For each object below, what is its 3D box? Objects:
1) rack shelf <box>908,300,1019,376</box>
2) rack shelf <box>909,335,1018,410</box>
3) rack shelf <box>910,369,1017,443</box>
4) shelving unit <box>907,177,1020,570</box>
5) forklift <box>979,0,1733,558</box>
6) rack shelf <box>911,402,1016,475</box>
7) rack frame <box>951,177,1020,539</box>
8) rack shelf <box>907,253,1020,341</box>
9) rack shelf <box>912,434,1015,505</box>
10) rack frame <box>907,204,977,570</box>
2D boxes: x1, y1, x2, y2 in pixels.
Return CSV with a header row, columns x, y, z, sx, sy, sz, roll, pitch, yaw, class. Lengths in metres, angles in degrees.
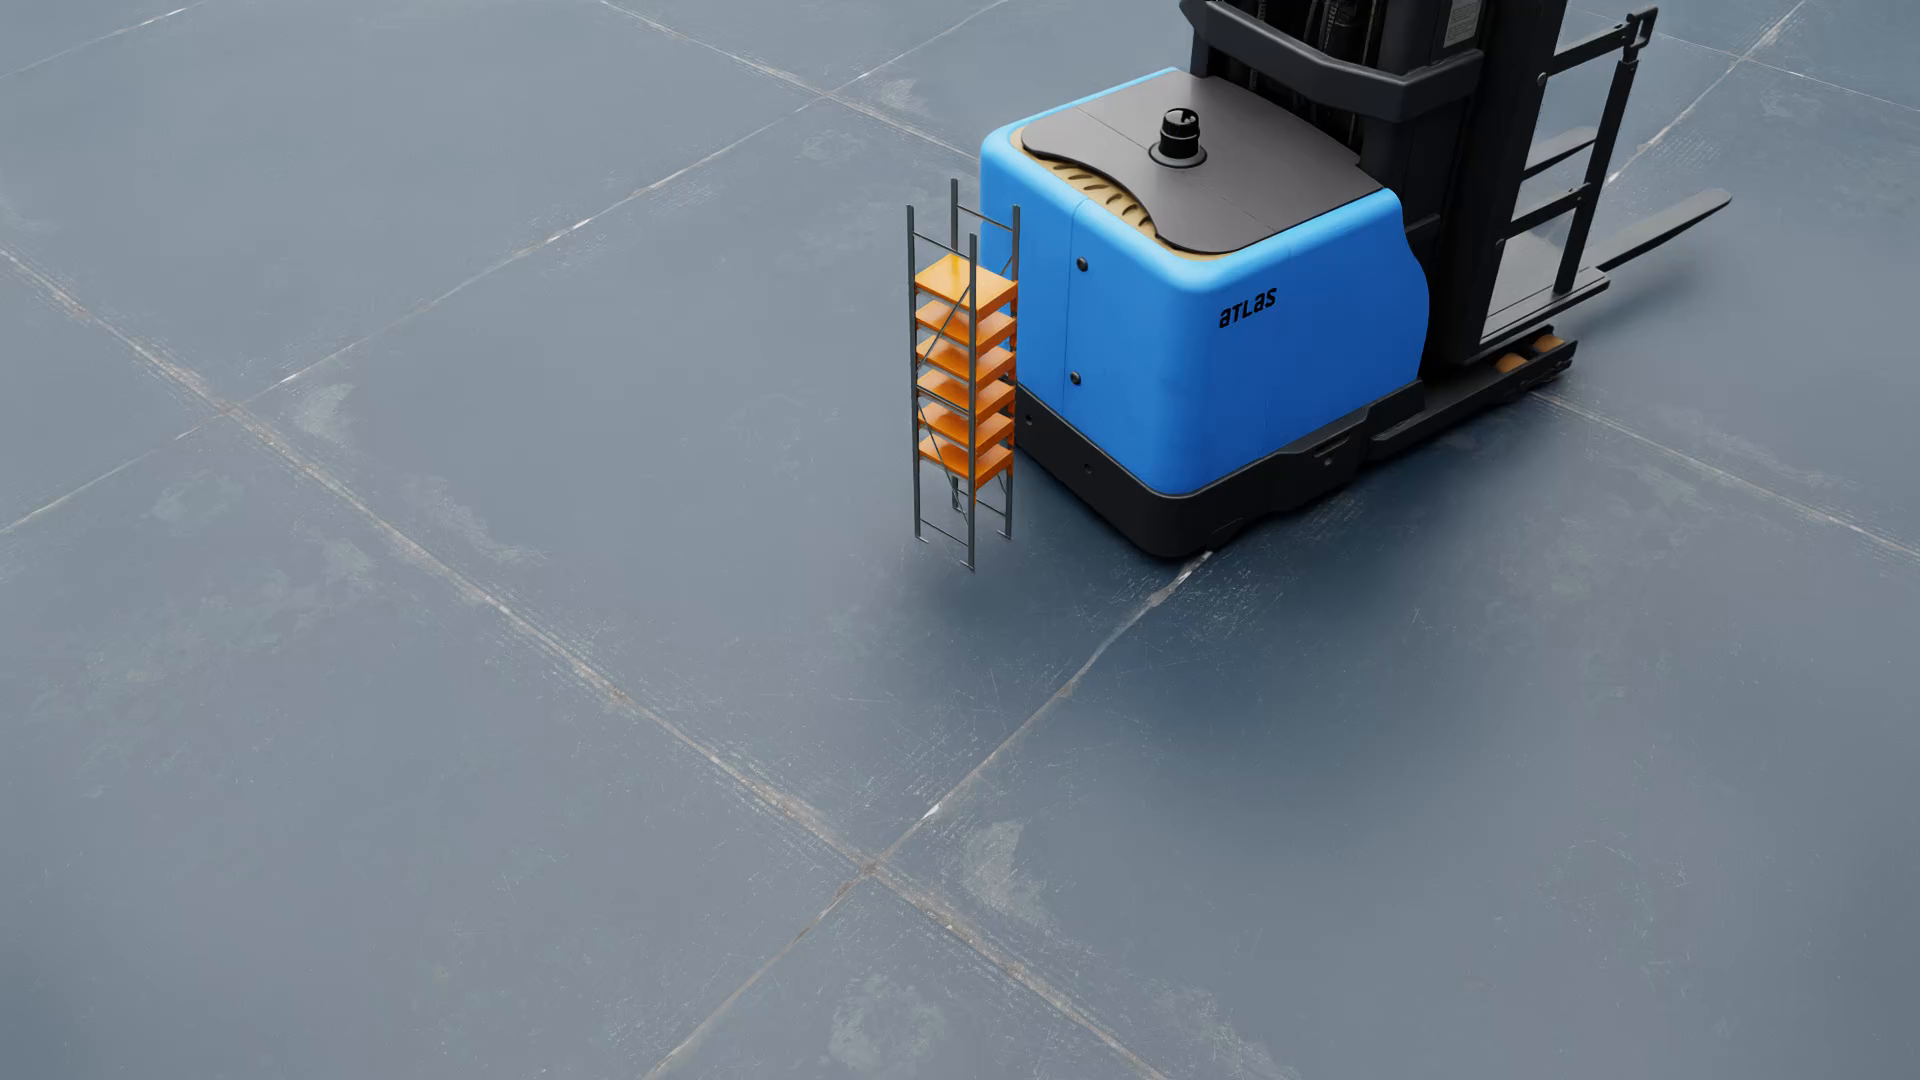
x,y,z,sx,sy,sz,roll,pitch,yaw,class
0.009,-0.596,4.723,0.258,0.103,0.180,29,50,28,rack shelf
0.009,-0.507,4.804,0.258,0.103,0.180,29,50,28,rack shelf
0.009,-0.419,4.884,0.258,0.103,0.180,29,50,28,rack shelf
0.009,-0.451,4.855,0.258,1.200,0.189,29,50,28,shelving unit
1.541,-1.829,5.083,3.031,2.935,1.130,-26,48,-26,forklift
0.009,-0.330,4.965,0.258,0.103,0.180,29,50,28,rack shelf
0.068,-0.498,4.906,0.240,1.200,0.006,29,50,28,rack frame
0.009,-0.685,4.642,0.258,0.103,0.180,29,50,28,rack shelf
0.009,-0.241,5.046,0.258,0.103,0.180,29,50,28,rack shelf
-0.050,-0.404,4.803,0.240,1.200,0.006,29,50,28,rack frame
